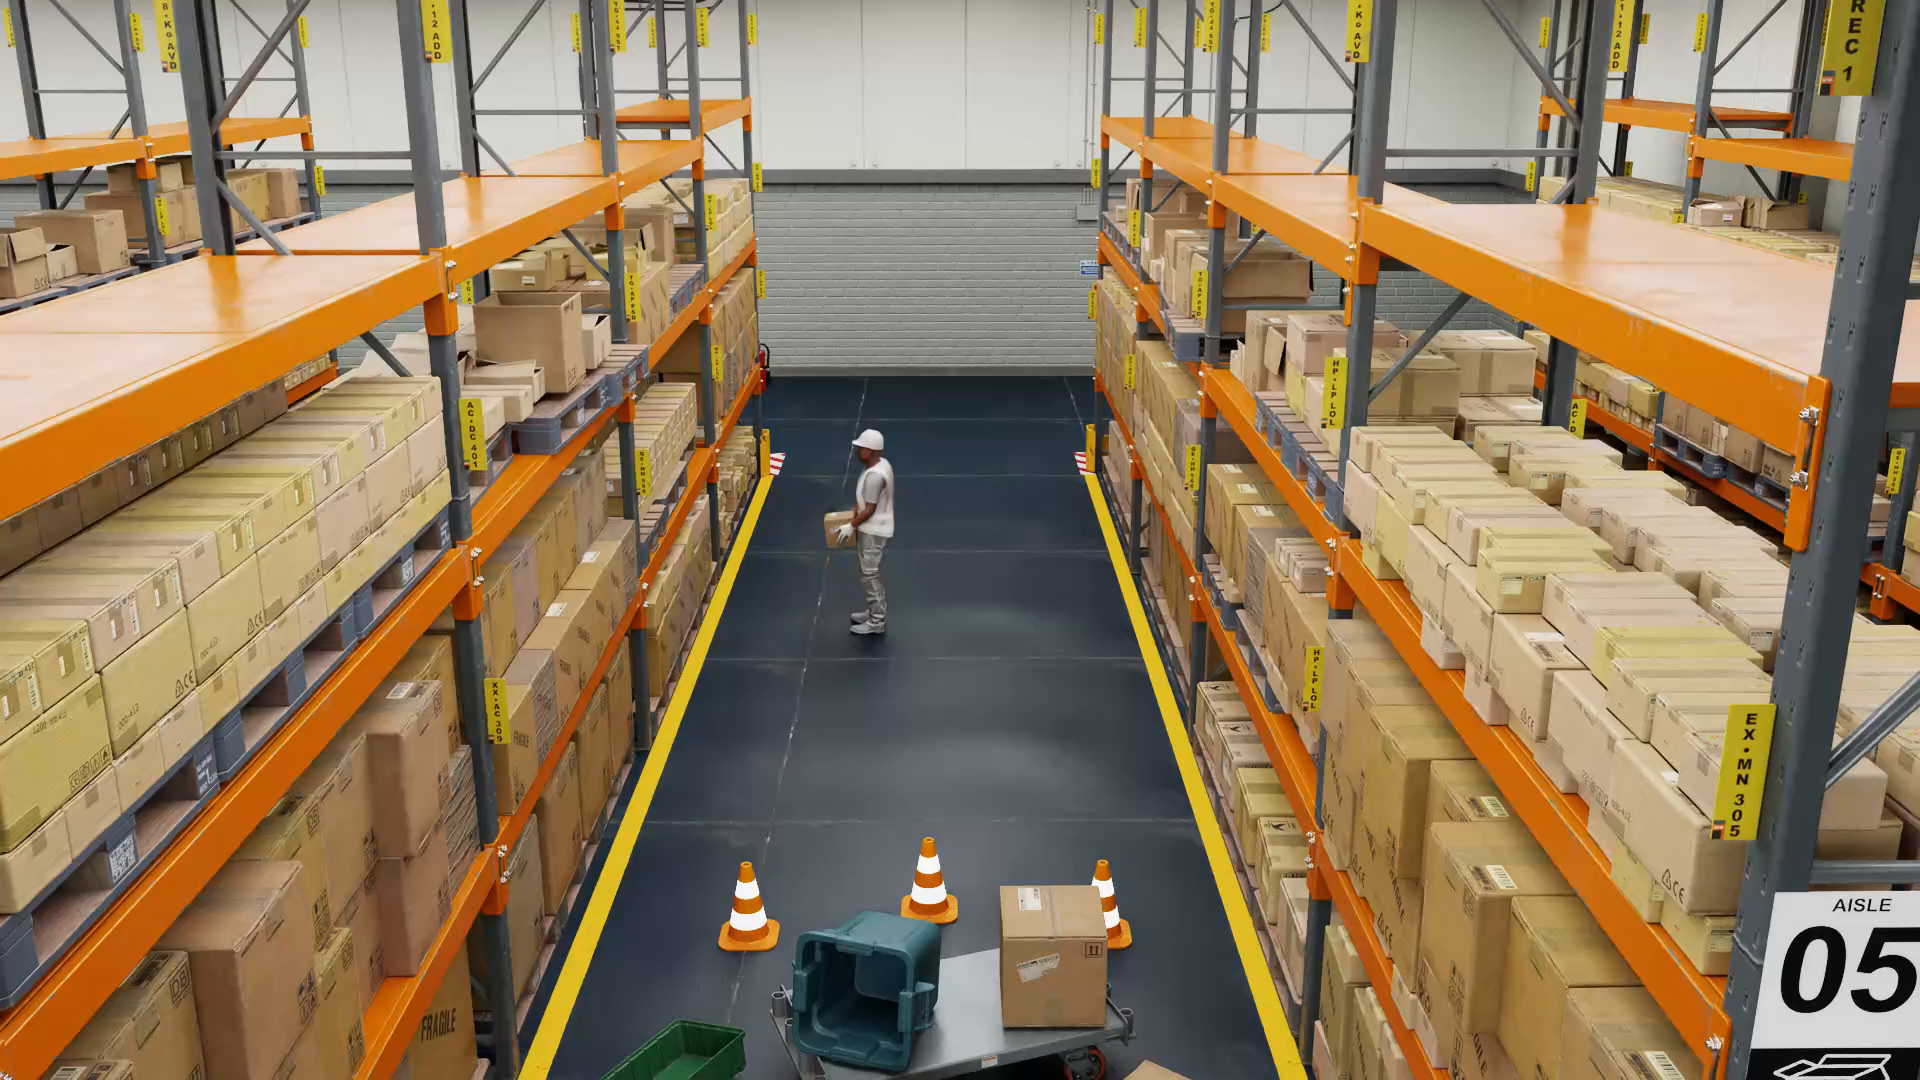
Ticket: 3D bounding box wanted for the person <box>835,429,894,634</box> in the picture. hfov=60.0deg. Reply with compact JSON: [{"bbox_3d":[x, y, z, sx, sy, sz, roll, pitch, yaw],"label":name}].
[{"bbox_3d":[-0.818,-0.081,14.358,0.509,1.788,0.546,0,17,-1],"label":"person"}]
